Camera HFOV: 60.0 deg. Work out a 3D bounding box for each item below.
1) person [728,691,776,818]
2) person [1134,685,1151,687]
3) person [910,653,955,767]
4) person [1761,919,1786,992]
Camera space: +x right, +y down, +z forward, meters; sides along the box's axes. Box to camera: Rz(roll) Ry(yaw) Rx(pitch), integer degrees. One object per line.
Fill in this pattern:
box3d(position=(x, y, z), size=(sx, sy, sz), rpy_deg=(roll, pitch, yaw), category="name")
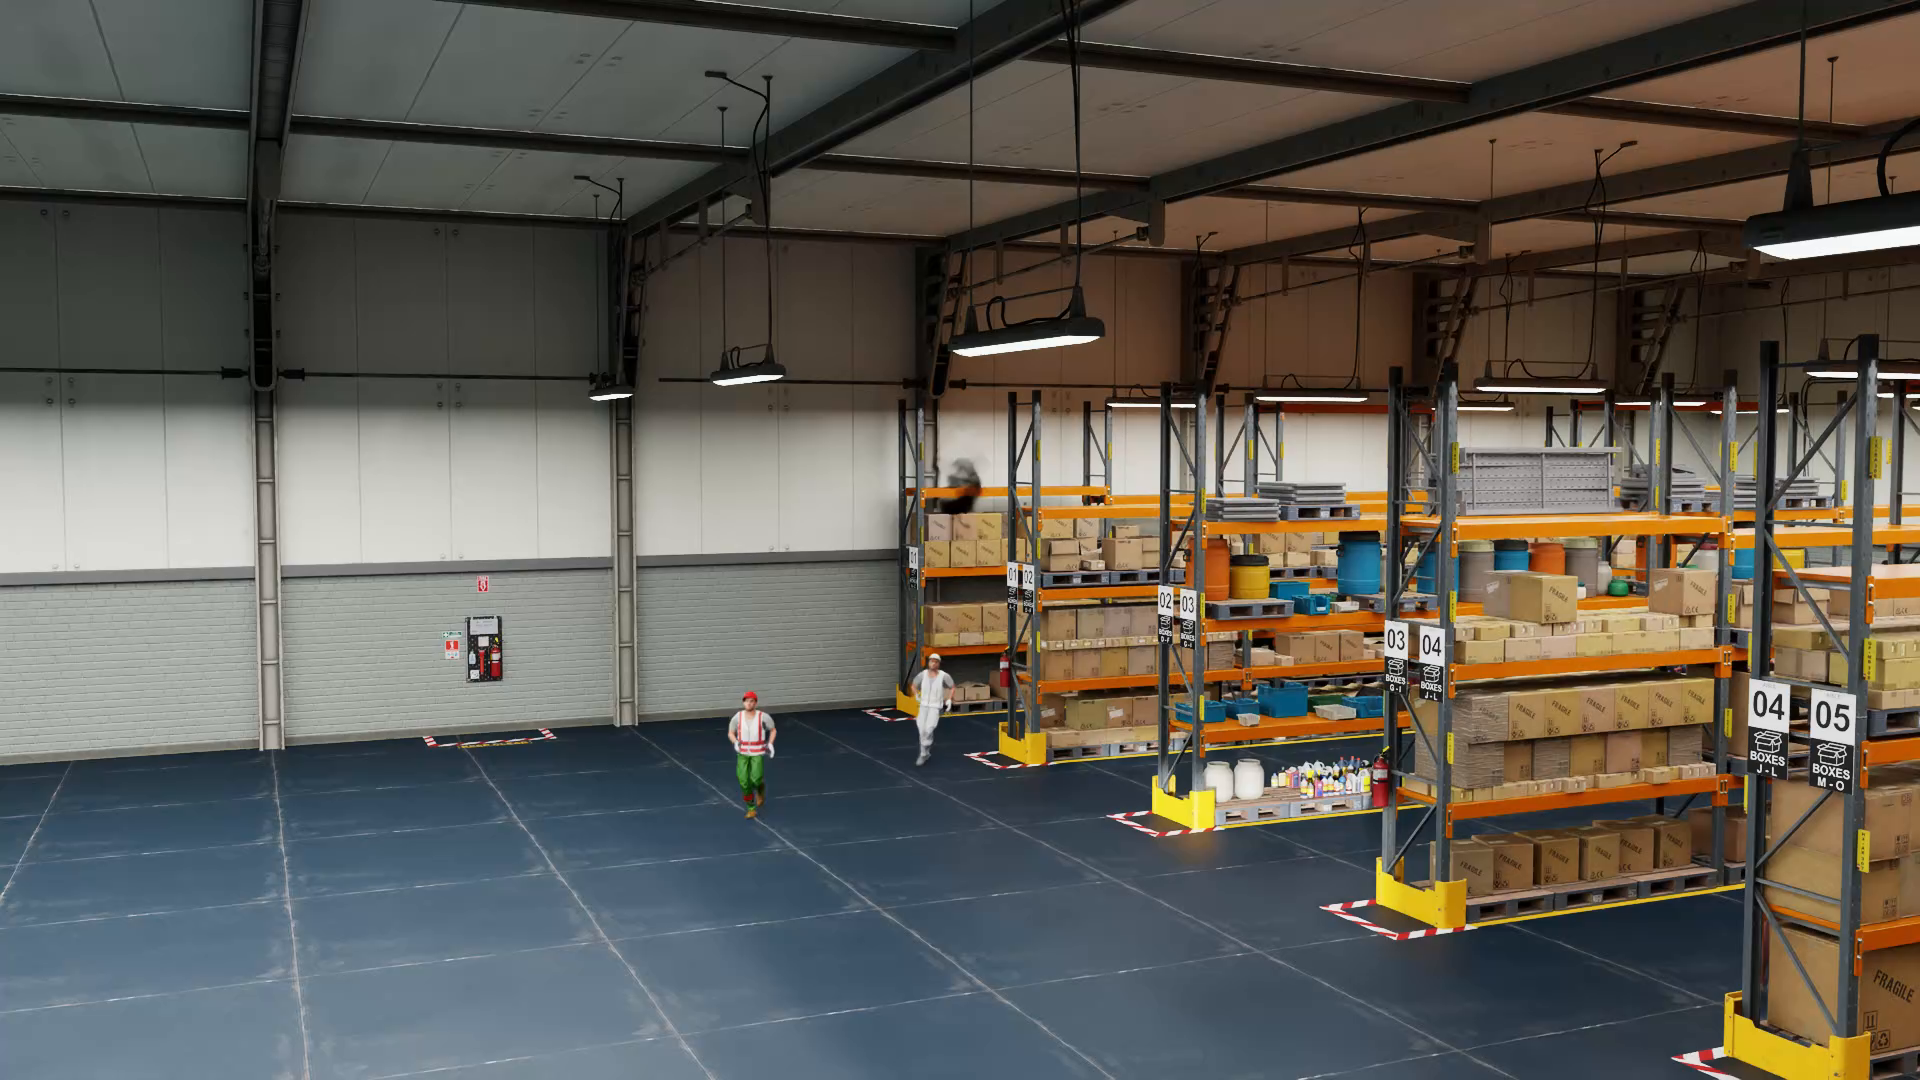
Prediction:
box3d(position=(-2.883, 2.954, 22.908), size=(0.655, 1.742, 0.594), rpy_deg=(0, 3, 3), category="person")
box3d(position=(3.324, 2.579, 30.393), size=(0.754, 1.728, 0.574), rpy_deg=(-2, 4, -30), category="person")
box3d(position=(-0.471, 2.703, 26.610), size=(0.679, 1.779, 0.637), rpy_deg=(1, 4, 18), category="person")
box3d(position=(7.659, 3.393, 15.525), size=(0.969, 1.655, 0.574), rpy_deg=(-2, 4, -32), category="person")
